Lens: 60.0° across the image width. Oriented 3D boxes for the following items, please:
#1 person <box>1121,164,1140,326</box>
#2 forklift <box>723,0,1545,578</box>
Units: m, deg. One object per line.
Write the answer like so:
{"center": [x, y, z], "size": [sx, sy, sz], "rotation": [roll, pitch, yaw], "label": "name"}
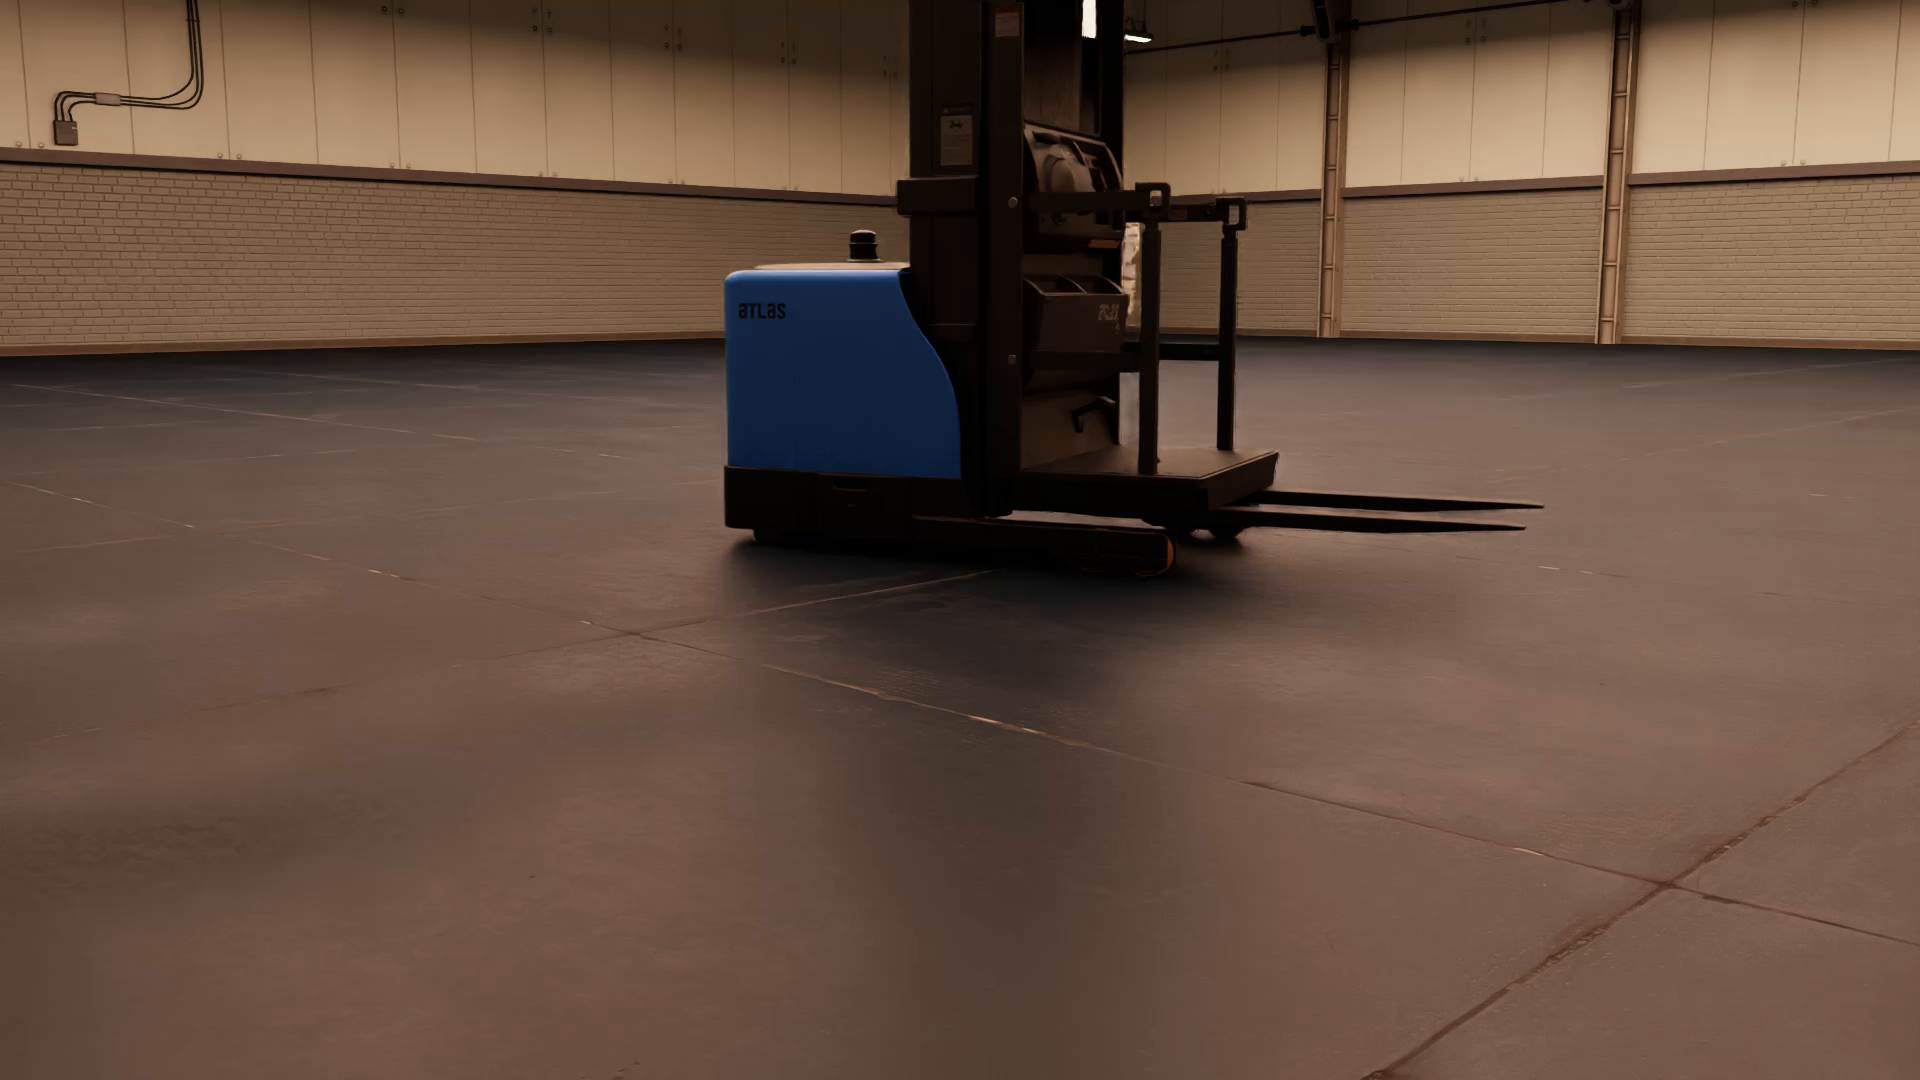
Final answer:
{"center": [0.719, -1.344, 9.614], "size": [0.575, 1.780, 0.641], "rotation": [6, 10, 35], "label": "person"}
{"center": [0.622, -1.407, 6.220], "size": [3.031, 2.935, 1.130], "rotation": [4, 9, 24], "label": "forklift"}
